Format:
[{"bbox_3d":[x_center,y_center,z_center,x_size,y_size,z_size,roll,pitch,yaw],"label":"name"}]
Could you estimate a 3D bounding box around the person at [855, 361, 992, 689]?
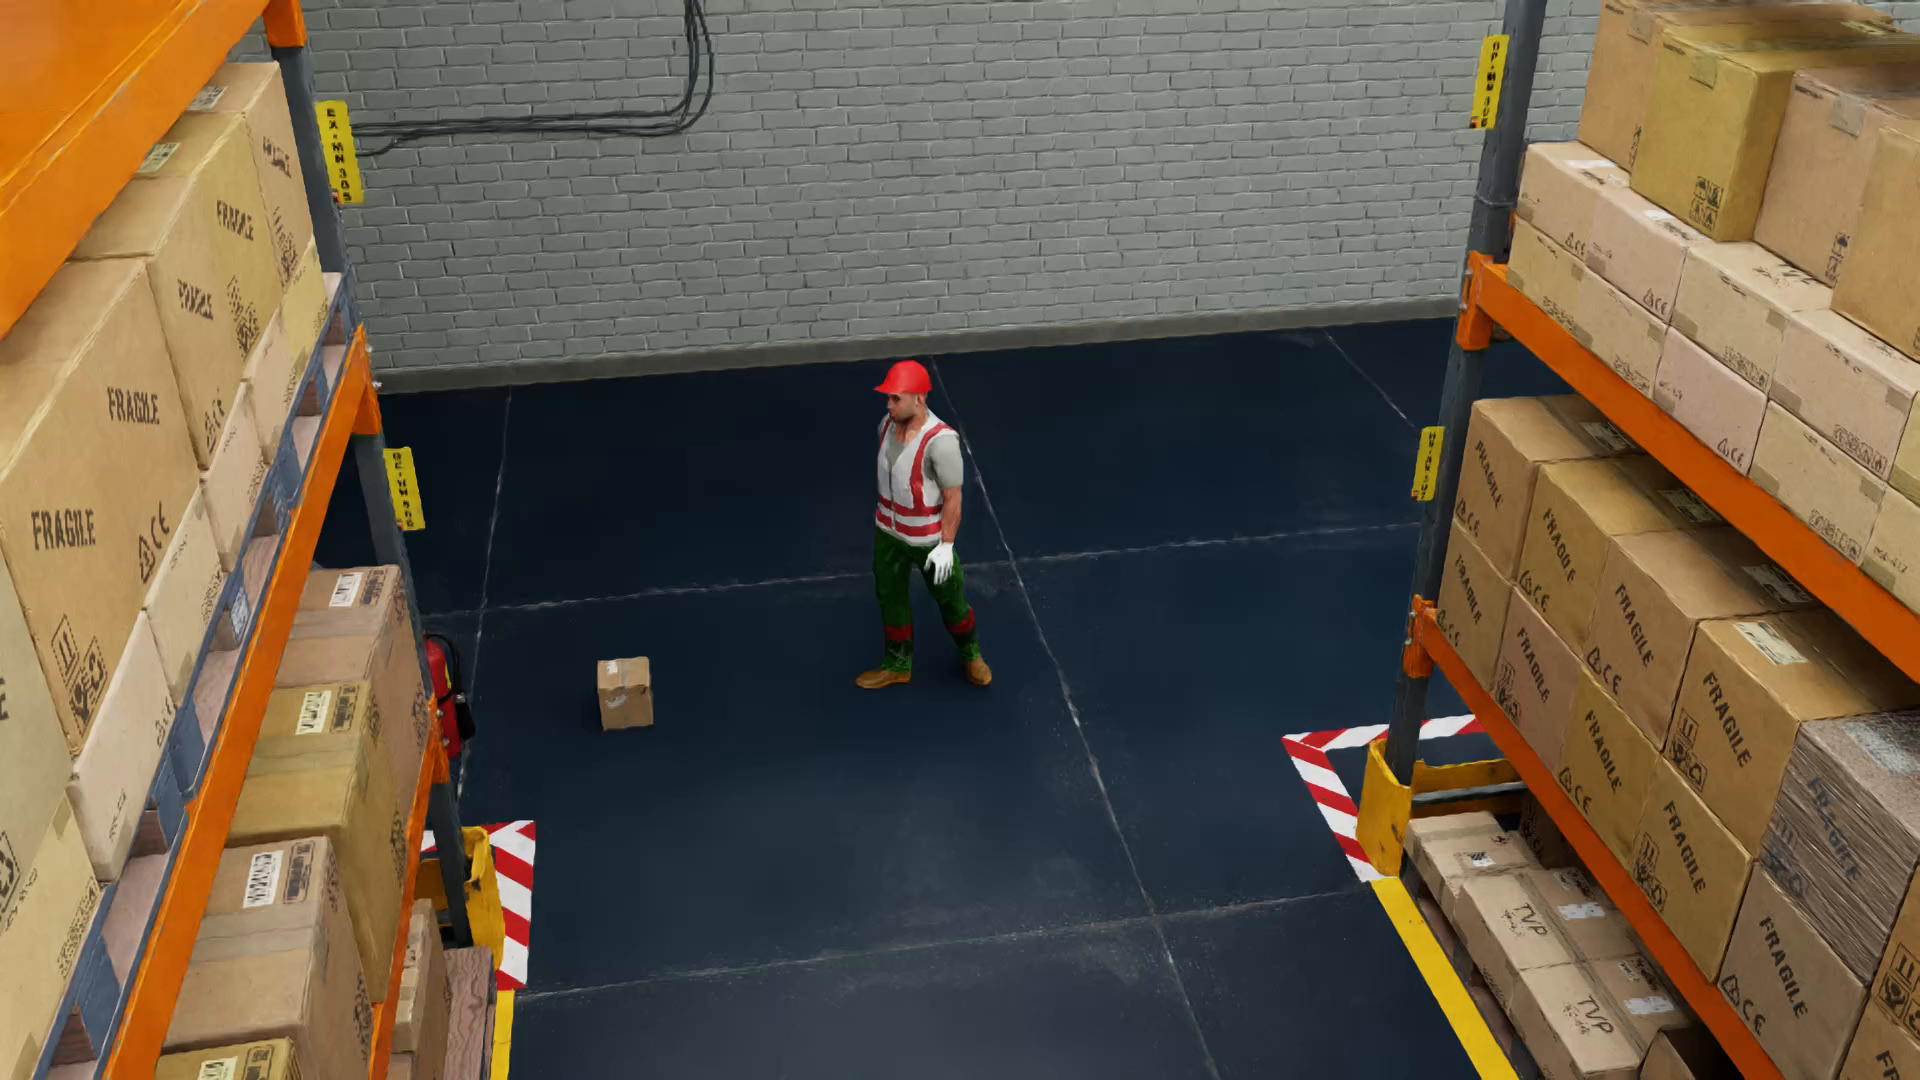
[{"bbox_3d":[-0.196,-0.054,8.208,0.683,1.786,0.586,22,37,33],"label":"person"}]
